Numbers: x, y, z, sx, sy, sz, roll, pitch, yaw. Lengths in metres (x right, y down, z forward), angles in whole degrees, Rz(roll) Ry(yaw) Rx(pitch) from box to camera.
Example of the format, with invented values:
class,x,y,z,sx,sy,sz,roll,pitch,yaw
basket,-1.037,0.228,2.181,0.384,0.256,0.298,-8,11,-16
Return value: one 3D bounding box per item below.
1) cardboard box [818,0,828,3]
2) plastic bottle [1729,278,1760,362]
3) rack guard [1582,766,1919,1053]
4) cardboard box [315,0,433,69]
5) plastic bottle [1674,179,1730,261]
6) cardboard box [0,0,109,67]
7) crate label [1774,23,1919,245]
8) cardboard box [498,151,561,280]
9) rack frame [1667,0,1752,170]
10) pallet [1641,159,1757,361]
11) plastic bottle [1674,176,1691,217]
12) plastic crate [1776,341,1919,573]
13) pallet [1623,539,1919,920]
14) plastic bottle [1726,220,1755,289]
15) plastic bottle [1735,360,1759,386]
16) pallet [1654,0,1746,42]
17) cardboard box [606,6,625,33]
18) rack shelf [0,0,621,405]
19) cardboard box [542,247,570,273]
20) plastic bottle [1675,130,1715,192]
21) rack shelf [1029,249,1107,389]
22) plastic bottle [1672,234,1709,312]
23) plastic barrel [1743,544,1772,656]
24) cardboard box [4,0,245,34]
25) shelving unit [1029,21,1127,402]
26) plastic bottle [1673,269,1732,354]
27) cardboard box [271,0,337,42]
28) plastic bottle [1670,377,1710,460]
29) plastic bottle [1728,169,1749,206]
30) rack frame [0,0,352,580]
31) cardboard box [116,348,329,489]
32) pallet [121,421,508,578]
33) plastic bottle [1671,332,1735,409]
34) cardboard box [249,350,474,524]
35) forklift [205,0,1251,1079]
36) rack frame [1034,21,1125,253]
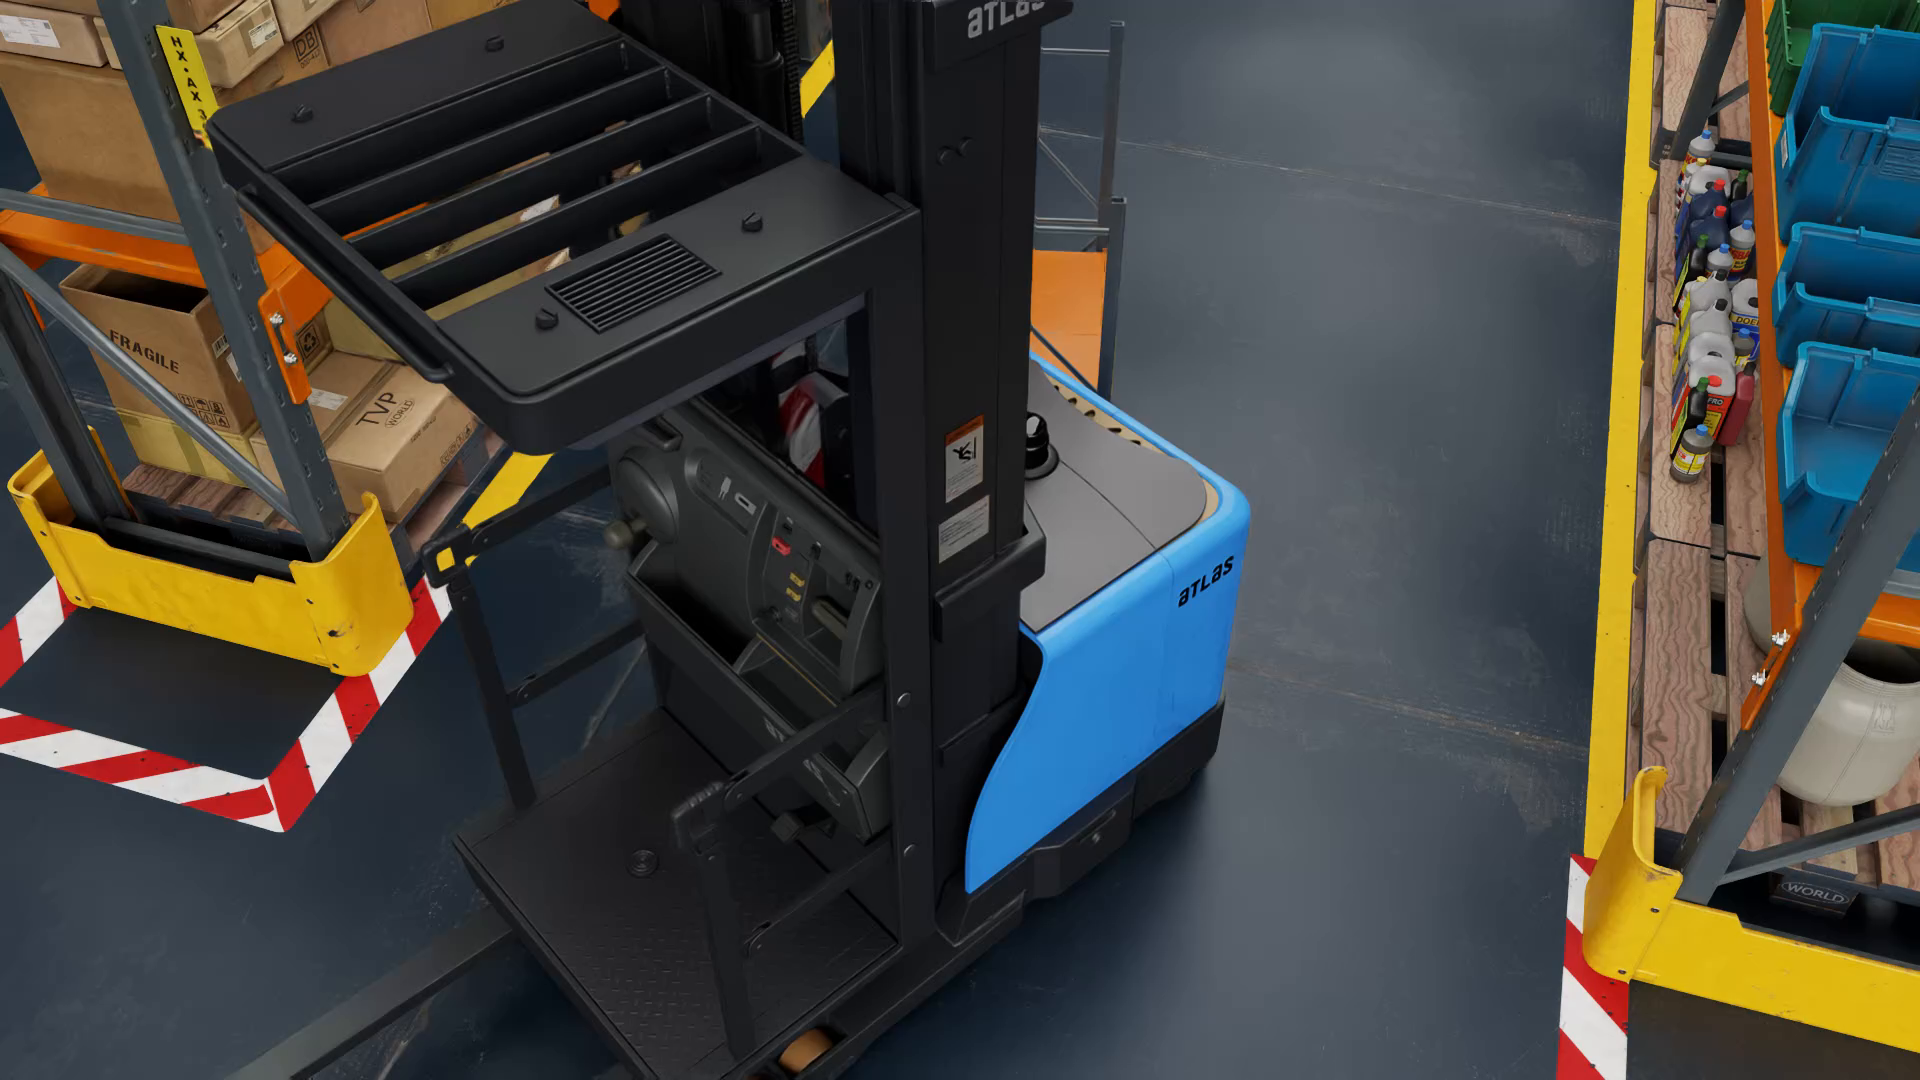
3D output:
class,x,y,z,sx,sy,sz,roll,pitch,yaw
cardboard box,-0.819,-2.928,8.263,0.500,0.250,0.500,12,46,12
plastic bottle,2.865,-0.803,6.058,0.152,0.276,0.135,13,46,13
rack guard,2.309,1.006,4.364,1.175,0.500,0.348,13,46,13
cardboard box,-2.081,-1.573,5.142,0.700,0.500,0.500,14,46,14
plastic bottle,2.902,-1.253,6.465,0.144,0.351,0.185,14,46,14
cardboard box,-2.455,-1.441,4.542,0.380,0.149,0.250,12,46,12
crate label,2.630,-1.123,4.728,0.502,0.435,0.616,13,46,13
cardboard box,-1.726,-1.294,6.057,0.500,0.500,0.500,13,46,13
rack frame,3.542,-2.493,6.153,1.000,3.000,0.127,13,46,13
pallet,3.299,-1.057,6.680,1.003,0.211,1.213,13,46,13
plastic bottle,2.966,-1.395,6.717,0.097,0.201,0.097,0,44,0
plastic crate,2.197,-0.170,3.886,0.499,0.251,0.616,13,46,13
pallet,2.560,0.569,5.018,1.003,0.211,1.213,13,46,13
plastic bottle,2.973,-1.103,6.368,0.097,0.271,0.097,0,44,0
plastic bottle,2.738,-0.541,5.845,0.097,0.201,0.097,0,44,0
pallet,4.111,-2.844,8.505,1.003,0.211,1.213,13,46,13
cardboard box,-1.420,-1.960,6.737,0.500,0.500,0.500,13,46,13
rack shelf,-1.783,-1.954,6.117,1.077,0.370,4.000,13,46,13
cardboard box,-1.715,-1.023,6.317,0.500,0.250,0.500,13,46,13
plastic bottle,3.028,-1.555,6.831,0.097,0.271,0.097,0,44,0
rack shelf,0.241,-0.633,5.581,0.538,0.185,1.000,3,44,3
plastic bottle,2.755,-1.002,6.257,0.061,0.283,0.133,14,46,14
plastic barrel,2.609,0.124,4.958,0.421,0.512,0.421,0,44,0
cardboard box,-2.219,-1.721,4.365,0.700,0.500,0.500,13,46,13
shelving unit,0.241,-0.767,5.462,0.587,1.500,1.083,3,44,3
plastic bottle,2.716,-0.844,6.047,0.144,0.351,0.185,12,46,12
cardboard box,-1.987,-1.538,4.642,0.380,0.149,0.250,11,46,11
plastic bottle,2.487,-0.412,5.654,0.061,0.283,0.133,14,46,13
plastic bottle,3.058,-1.316,6.578,0.061,0.283,0.133,13,46,13
rack frame,-2.389,-0.878,4.503,1.000,3.000,0.127,13,46,13
cardboard box,-2.508,-0.466,5.747,0.500,0.250,0.500,13,46,13
pallet,-2.197,-0.400,6.008,1.003,0.211,1.213,13,46,13
plastic bottle,2.614,-0.582,5.833,0.152,0.276,0.135,11,46,11
cardboard box,-2.015,-0.356,5.635,0.500,0.250,0.500,13,46,13
forklift,-0.655,0.050,3.603,3.031,2.935,1.130,-32,53,-29
rack frame,0.274,-1.116,5.818,0.500,1.500,0.032,3,44,3
